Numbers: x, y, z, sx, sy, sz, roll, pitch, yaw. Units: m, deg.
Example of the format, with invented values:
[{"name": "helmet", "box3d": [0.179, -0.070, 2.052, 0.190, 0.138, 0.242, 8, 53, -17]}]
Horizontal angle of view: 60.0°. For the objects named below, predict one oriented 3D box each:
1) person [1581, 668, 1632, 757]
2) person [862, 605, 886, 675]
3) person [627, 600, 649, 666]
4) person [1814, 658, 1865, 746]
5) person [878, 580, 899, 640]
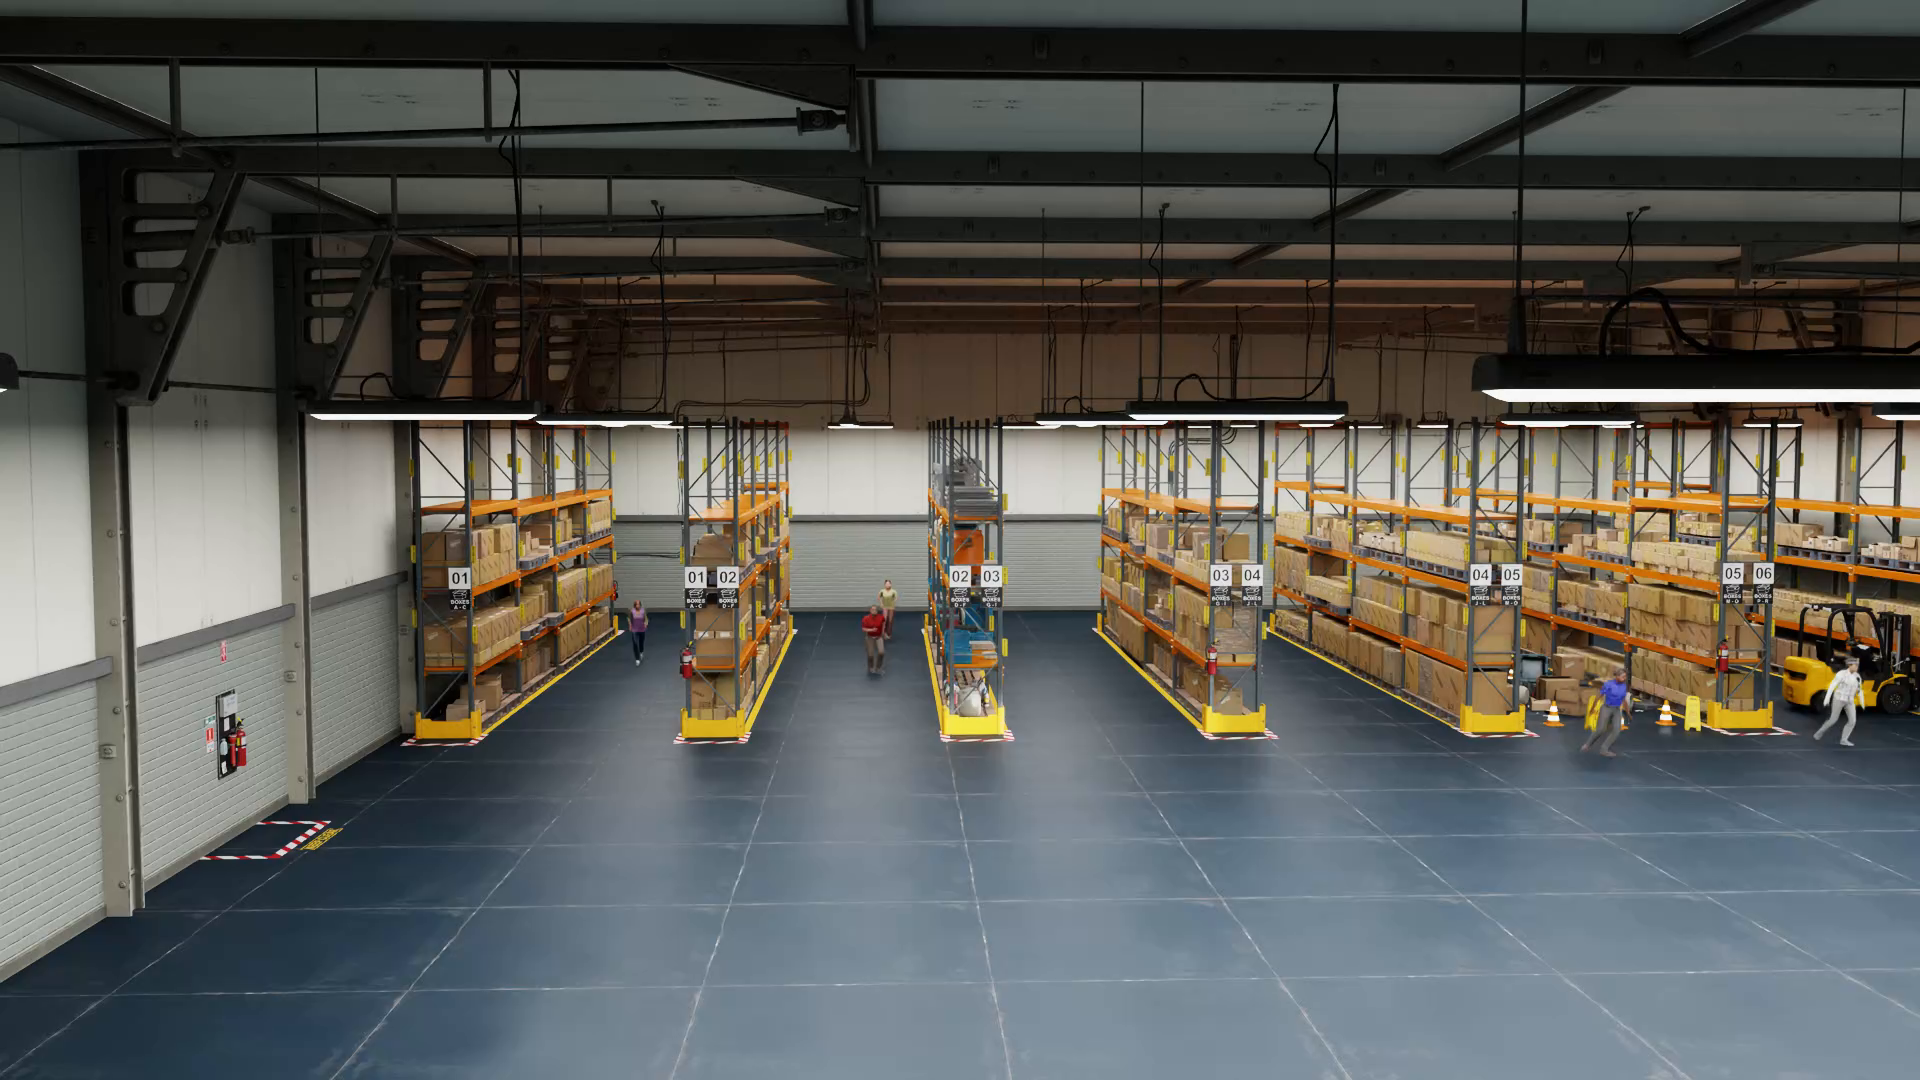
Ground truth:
[{"name": "person", "box3d": [11.394, 3.056, 29.300, 0.742, 1.501, 0.612, -1, 4, -15]}, {"name": "person", "box3d": [-2.022, 2.345, 39.069, 0.591, 1.663, 0.929, -1, 4, -9]}, {"name": "person", "box3d": [-7.952, 2.276, 41.052, 0.519, 1.566, 0.840, -1, 4, -12]}, {"name": "person", "box3d": [16.101, 2.925, 30.432, 0.678, 1.617, 0.681, -1, 4, -11]}, {"name": "person", "box3d": [-1.974, 1.916, 45.678, 0.588, 1.647, 0.627, 0, 4, 0]}]
